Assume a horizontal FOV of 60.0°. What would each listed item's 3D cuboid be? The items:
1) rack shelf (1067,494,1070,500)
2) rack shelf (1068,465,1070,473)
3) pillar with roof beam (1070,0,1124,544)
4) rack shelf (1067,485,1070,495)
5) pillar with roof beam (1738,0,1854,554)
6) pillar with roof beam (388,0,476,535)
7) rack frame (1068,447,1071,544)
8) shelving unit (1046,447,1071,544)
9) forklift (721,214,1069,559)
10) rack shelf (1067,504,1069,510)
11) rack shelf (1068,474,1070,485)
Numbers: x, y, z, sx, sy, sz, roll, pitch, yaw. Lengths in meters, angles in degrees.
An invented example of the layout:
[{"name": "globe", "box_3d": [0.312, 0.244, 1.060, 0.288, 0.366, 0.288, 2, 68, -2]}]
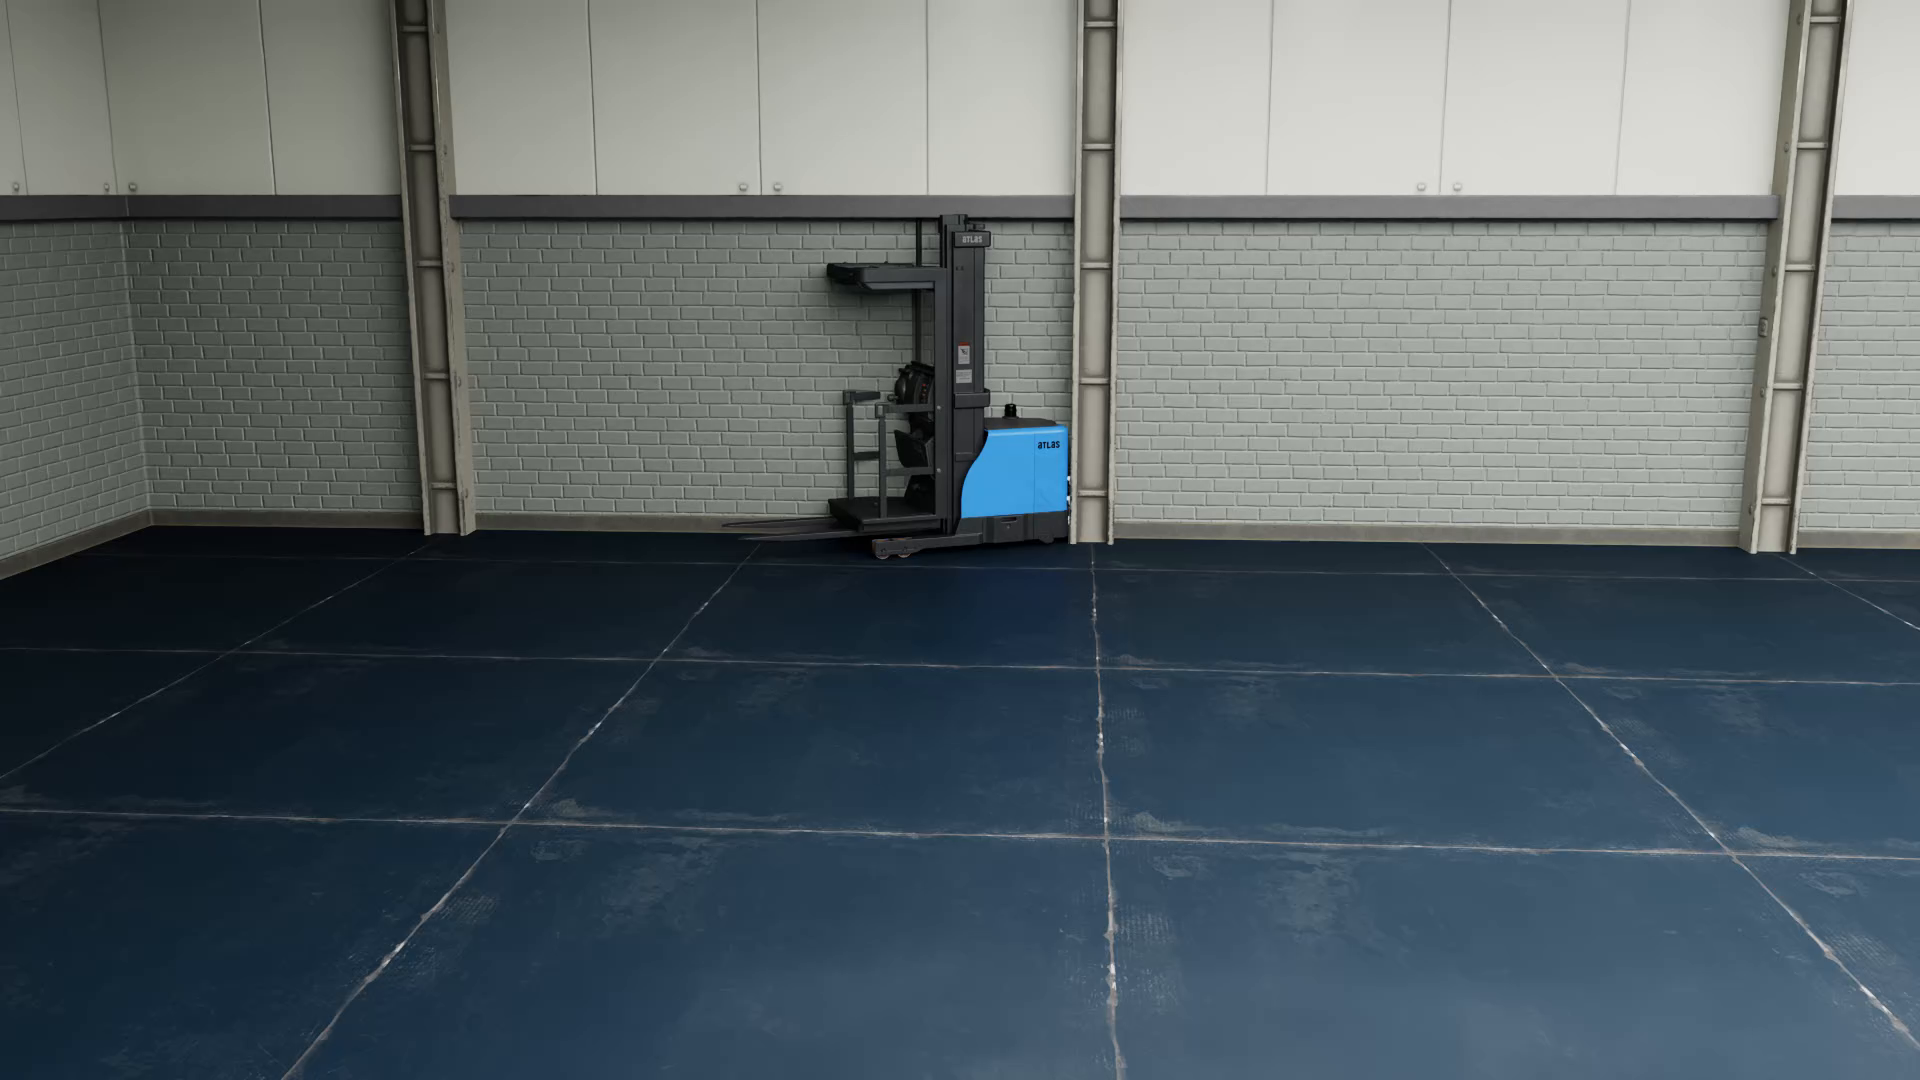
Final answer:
[{"name": "rack shelf", "box_3d": [0.897, -0.374, 15.153, 0.200, 0.077, 0.258, 1, 6, 3]}, {"name": "rack shelf", "box_3d": [0.901, -0.642, 15.124, 0.200, 0.077, 0.258, 1, 6, 3]}, {"name": "pillar with roof beam", "box_3d": [0.916, -3.520, 10.097, 0.400, 9.000, 9.100, 1, 12, 4]}, {"name": "rack shelf", "box_3d": [0.898, -0.463, 15.143, 0.200, 0.077, 0.258, 1, 6, 3]}, {"name": "pillar with roof beam", "box_3d": [6.903, -3.437, 9.705, 0.400, 9.000, 9.100, 1, 12, 4]}, {"name": "pillar with roof beam", "box_3d": [-5.070, -3.602, 10.490, 0.400, 9.000, 9.100, 1, 12, 4]}, {"name": "rack frame", "box_3d": [0.999, -0.405, 15.144, 0.006, 0.900, 0.240, 1, 6, 3]}, {"name": "shelving unit", "box_3d": [0.897, -0.407, 15.150, 0.210, 0.900, 0.258, 1, 6, 3]}, {"name": "forklift", "box_3d": [-0.588, -1.391, 14.741, 3.031, 2.935, 1.130, -4, 13, -20]}, {"name": "rack shelf", "box_3d": [0.896, -0.284, 15.163, 0.200, 0.077, 0.258, 1, 6, 3]}, {"name": "rack shelf", "box_3d": [0.900, -0.553, 15.133, 0.200, 0.077, 0.258, 1, 6, 3]}]
